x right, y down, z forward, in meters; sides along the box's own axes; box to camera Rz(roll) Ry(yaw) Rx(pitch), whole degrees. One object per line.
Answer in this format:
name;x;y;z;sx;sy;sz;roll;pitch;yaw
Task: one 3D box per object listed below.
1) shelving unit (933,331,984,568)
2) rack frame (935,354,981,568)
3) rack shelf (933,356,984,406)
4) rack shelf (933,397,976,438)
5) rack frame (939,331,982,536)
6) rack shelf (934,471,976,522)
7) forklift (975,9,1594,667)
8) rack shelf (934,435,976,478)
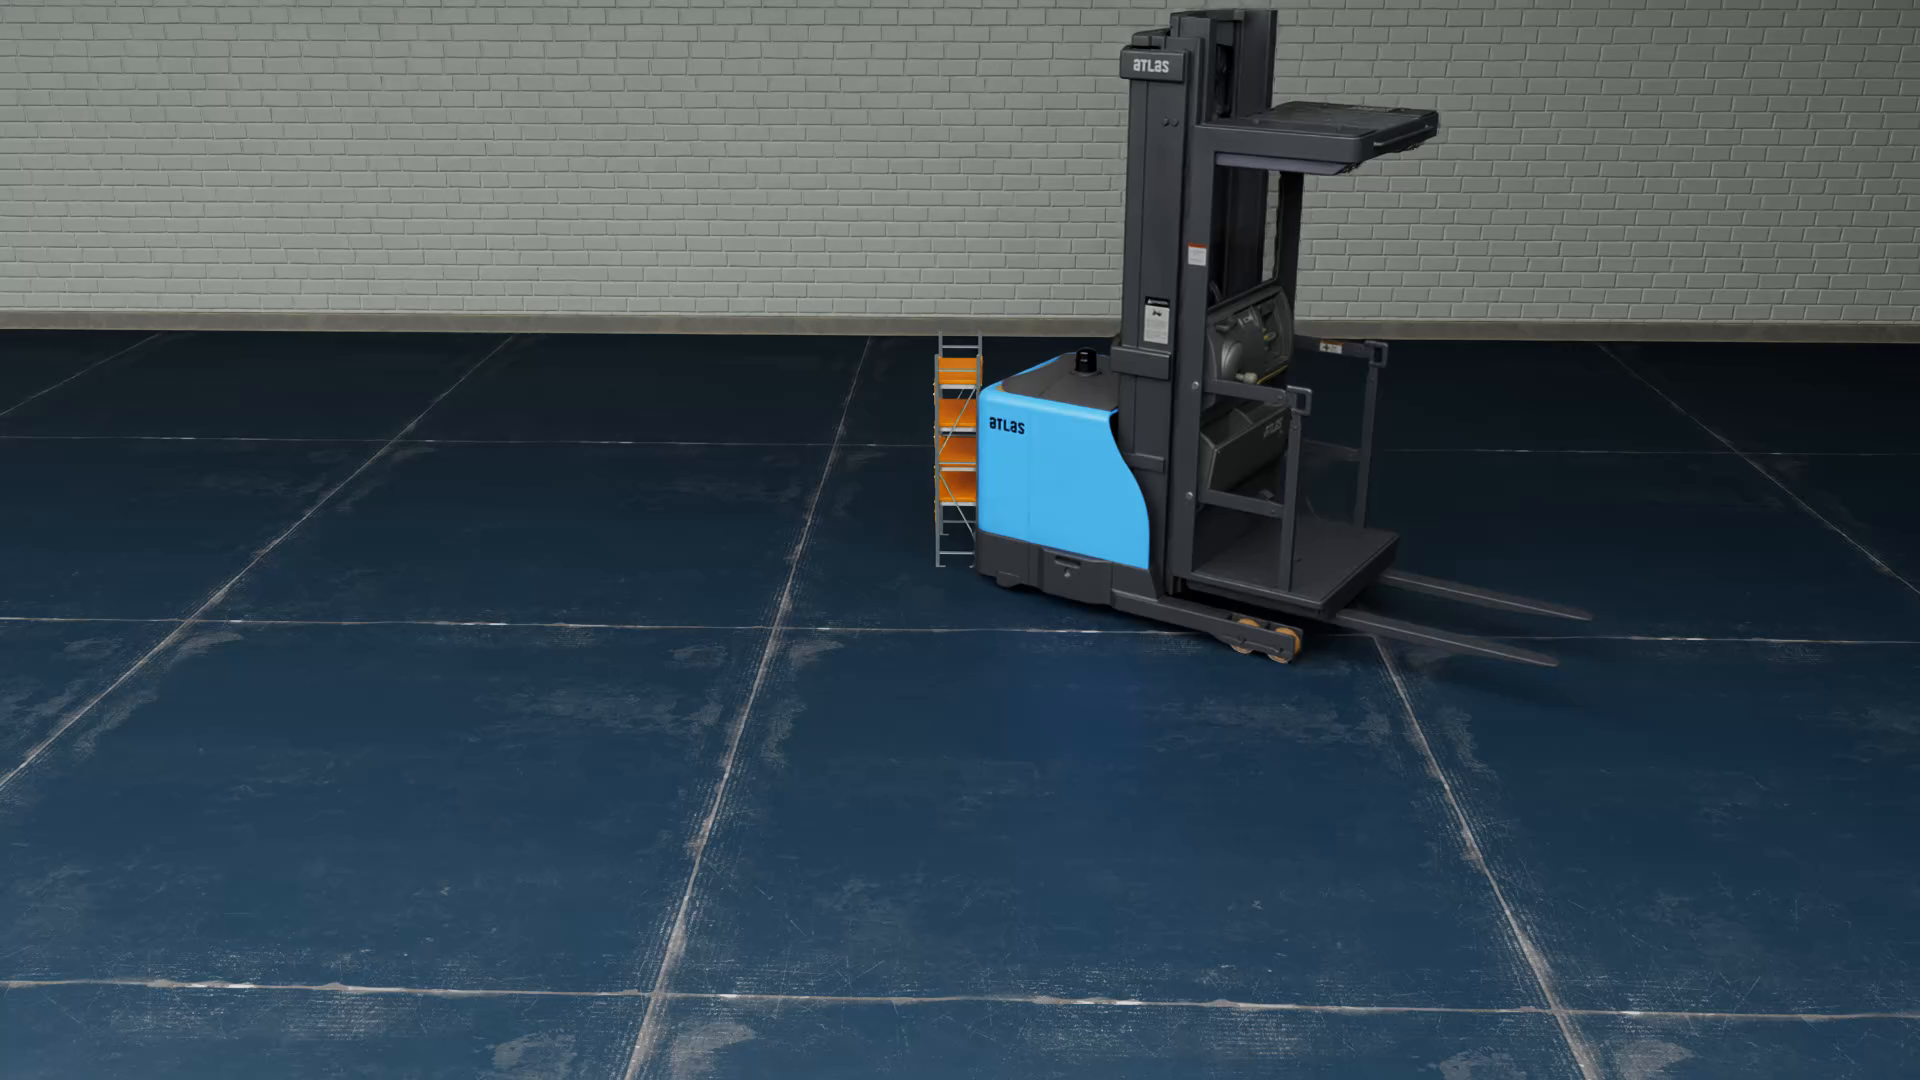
shelving unit;-0.005;-0.500;9.158;0.258;1.200;0.503;1;21;2
rack frame;-0.012;-0.411;8.930;0.240;1.200;0.015;1;21;2
rack shelf;-0.005;-0.866;9.015;0.258;0.148;0.480;1;21;2
rack shelf;-0.005;-0.645;9.101;0.258;0.148;0.480;1;21;2
rack frame;0.002;-0.588;9.385;0.240;1.200;0.015;1;21;2
rack shelf;-0.005;-0.252;9.254;0.258;0.148;0.480;1;21;2
forklift;1.594;-0.994;8.039;3.031;2.935;1.130;13;25;31
rack shelf;-0.005;-0.437;9.182;0.258;0.148;0.480;1;21;2
